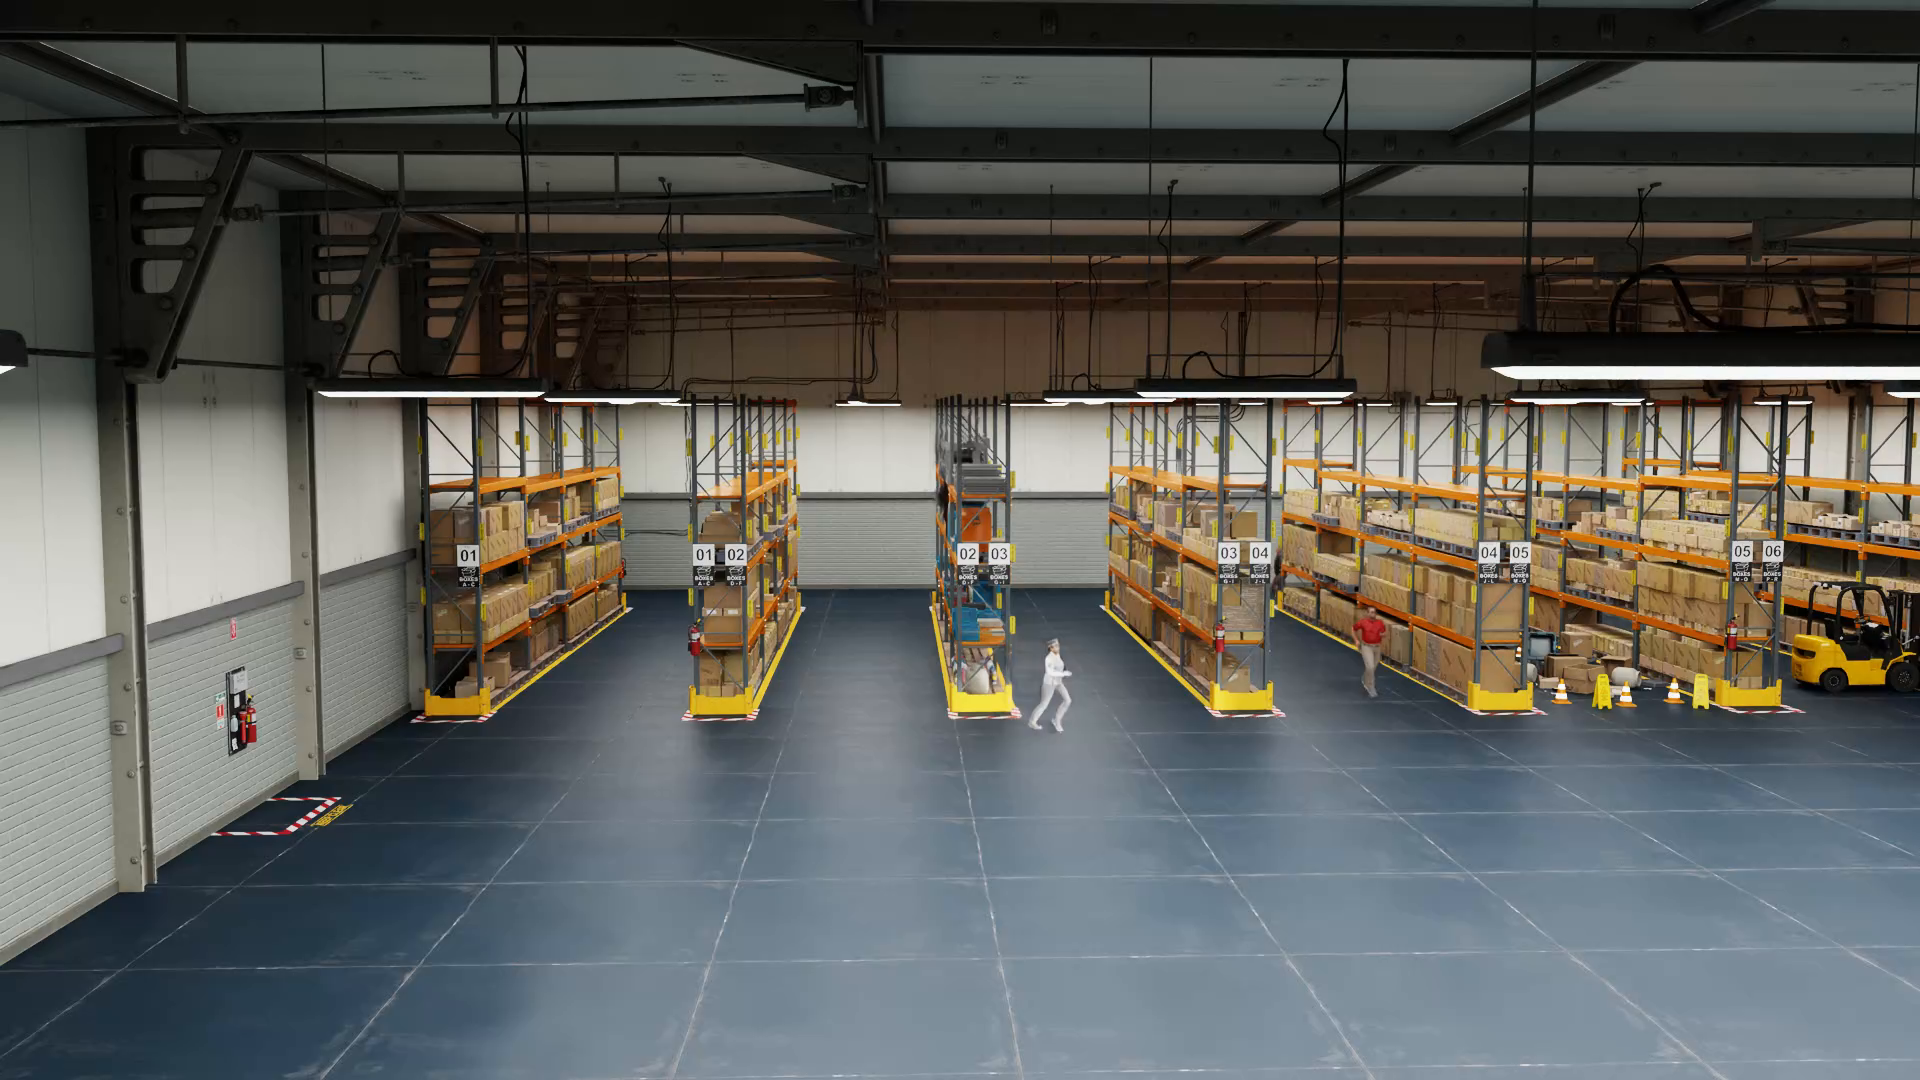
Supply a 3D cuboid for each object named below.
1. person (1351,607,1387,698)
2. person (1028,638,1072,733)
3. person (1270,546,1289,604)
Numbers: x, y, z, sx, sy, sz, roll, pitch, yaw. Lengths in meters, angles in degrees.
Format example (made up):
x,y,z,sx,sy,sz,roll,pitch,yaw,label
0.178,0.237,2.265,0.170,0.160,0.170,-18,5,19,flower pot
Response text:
x,y,z,sx,sy,sz,roll,pitch,yaw,label
8.250,2.228,33.374,0.646,1.769,0.870,-1,5,-16,person
1.636,2.563,29.398,0.842,1.699,0.626,3,5,33,person
9.405,1.041,48.804,0.731,1.759,0.696,-1,5,-7,person
